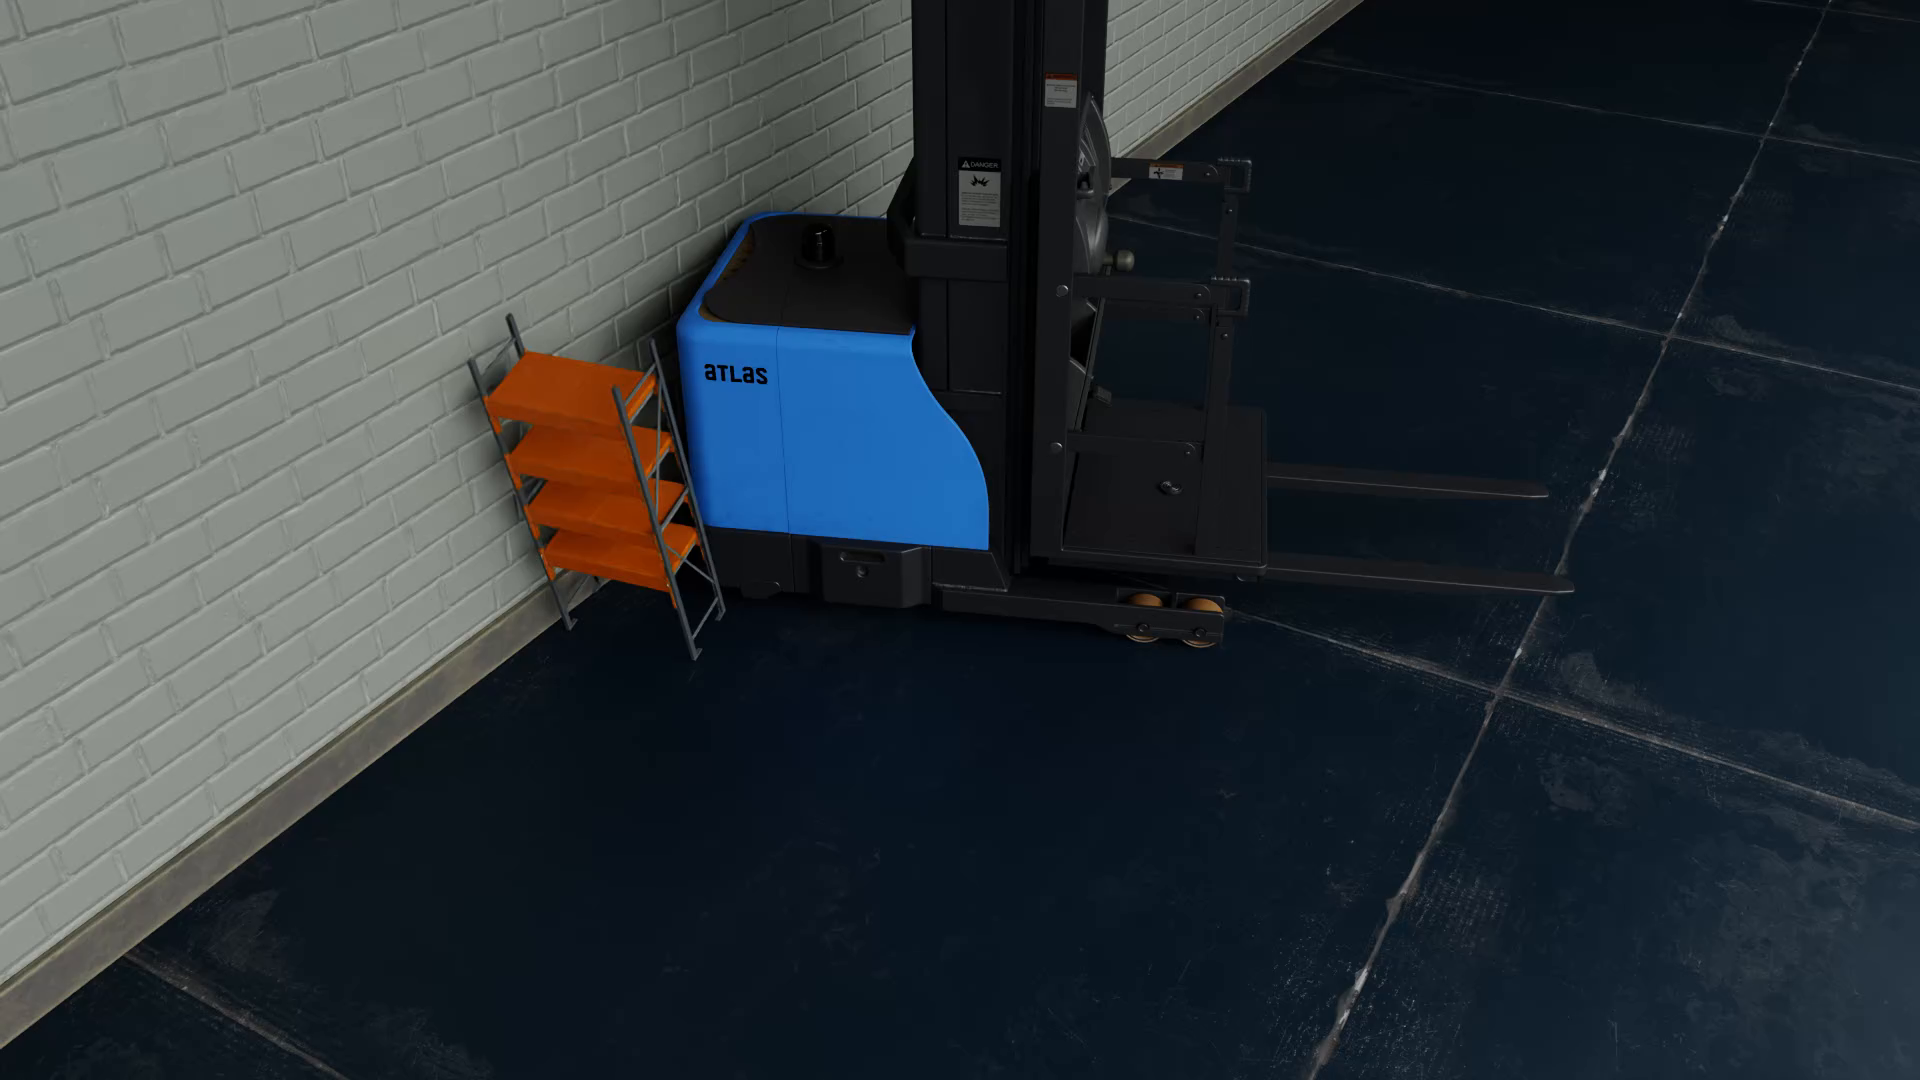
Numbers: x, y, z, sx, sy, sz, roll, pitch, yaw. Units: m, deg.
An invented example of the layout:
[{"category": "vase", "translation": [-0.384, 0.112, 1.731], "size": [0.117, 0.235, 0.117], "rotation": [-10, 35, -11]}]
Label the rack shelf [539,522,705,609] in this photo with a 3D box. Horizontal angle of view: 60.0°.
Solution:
[{"category": "rack shelf", "translation": [-1.116, 0.044, 5.539], "size": [0.480, 0.148, 0.258], "rotation": [12, 48, 17]}]

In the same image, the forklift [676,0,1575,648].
[{"category": "forklift", "translation": [0.619, -1.168, 5.360], "size": [3.031, 2.935, 1.130], "rotation": [5, 34, 7]}]

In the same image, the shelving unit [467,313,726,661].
[{"category": "shelving unit", "translation": [-1.137, -0.142, 5.350], "size": [0.503, 1.200, 0.258], "rotation": [12, 48, 17]}]

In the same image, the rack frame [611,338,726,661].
[{"category": "rack frame", "translation": [-0.908, -0.095, 5.278], "size": [0.015, 1.200, 0.240], "rotation": [12, 48, 17]}]

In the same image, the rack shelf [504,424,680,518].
[{"category": "rack shelf", "translation": [-1.149, -0.251, 5.239], "size": [0.480, 0.148, 0.258], "rotation": [12, 48, 17]}]

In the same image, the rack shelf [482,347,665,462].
[{"category": "rack shelf", "translation": [-1.167, -0.417, 5.071], "size": [0.480, 0.148, 0.258], "rotation": [12, 48, 17]}]

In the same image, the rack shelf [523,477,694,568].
[{"category": "rack shelf", "translation": [-1.132, -0.095, 5.398], "size": [0.480, 0.148, 0.258], "rotation": [12, 48, 17]}]

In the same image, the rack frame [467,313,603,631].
[{"category": "rack frame", "translation": [-1.365, -0.189, 5.422], "size": [0.015, 1.200, 0.240], "rotation": [12, 48, 17]}]
